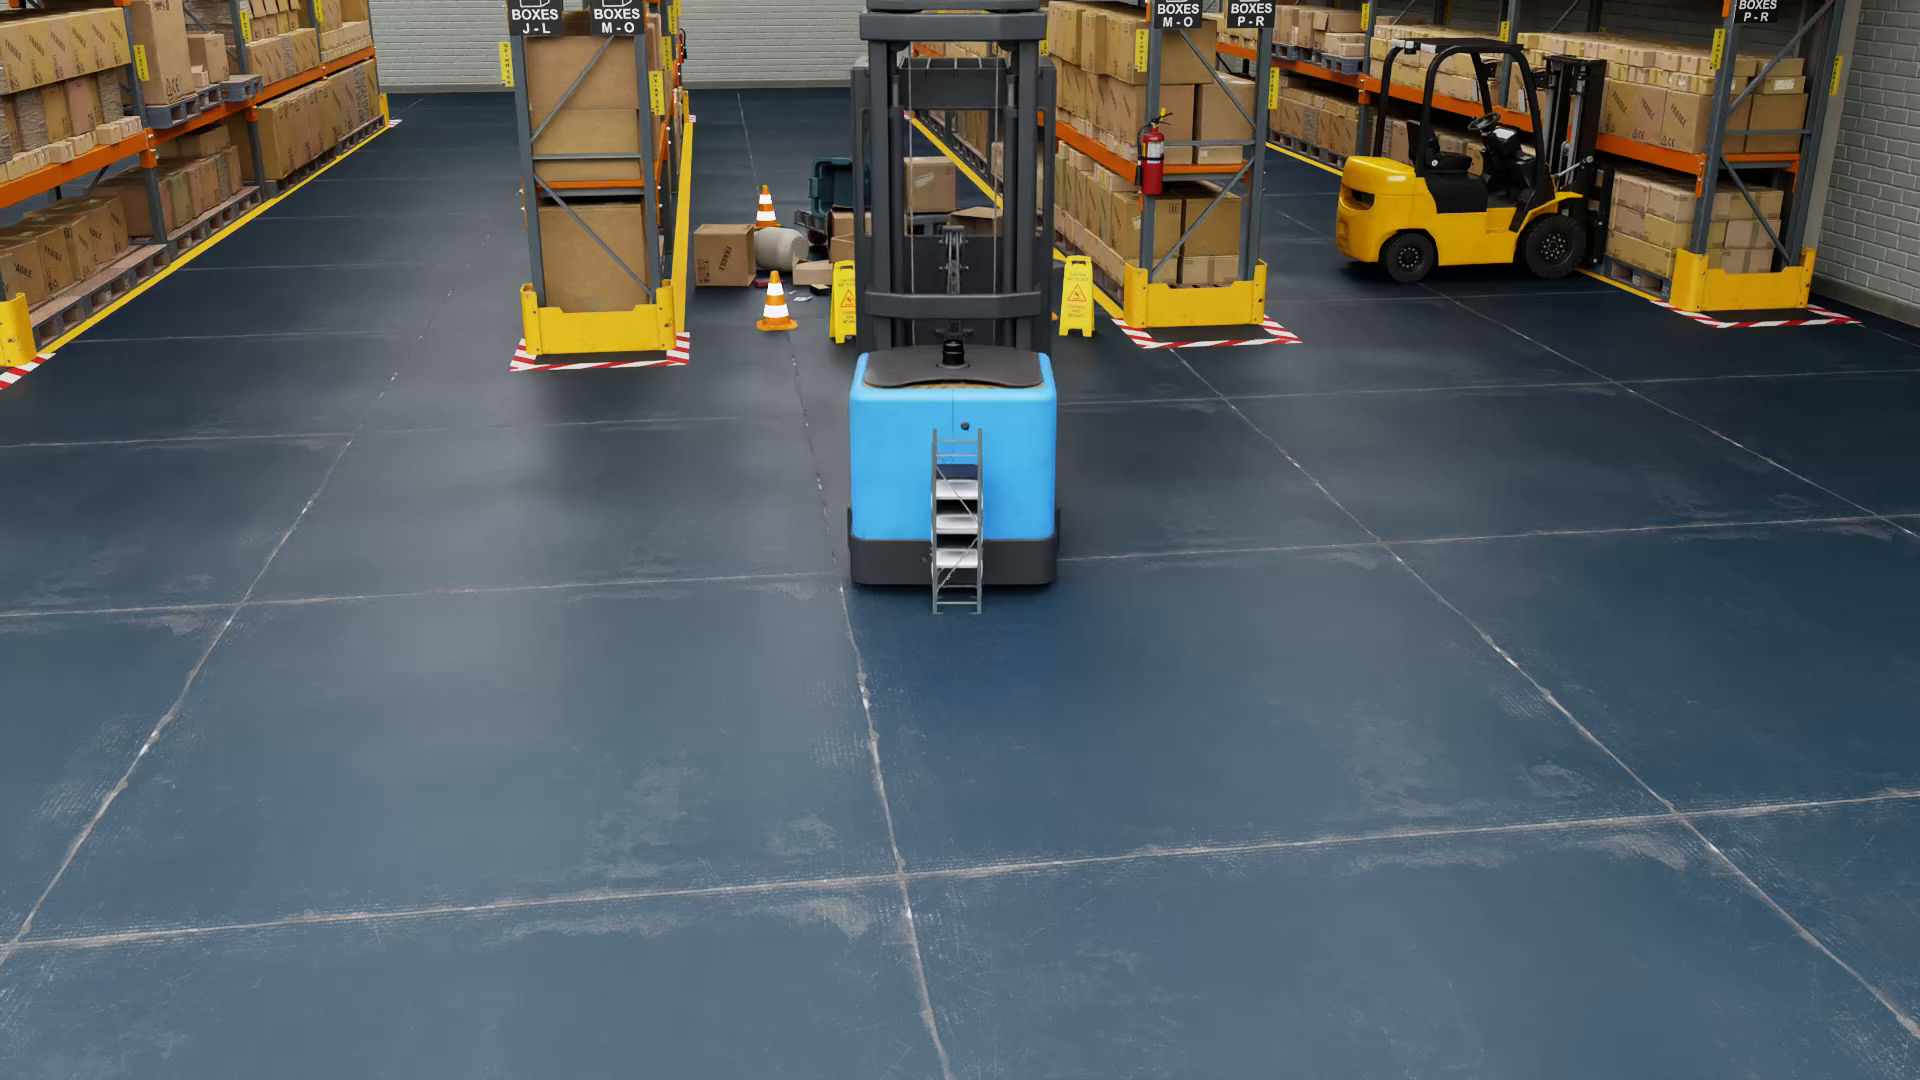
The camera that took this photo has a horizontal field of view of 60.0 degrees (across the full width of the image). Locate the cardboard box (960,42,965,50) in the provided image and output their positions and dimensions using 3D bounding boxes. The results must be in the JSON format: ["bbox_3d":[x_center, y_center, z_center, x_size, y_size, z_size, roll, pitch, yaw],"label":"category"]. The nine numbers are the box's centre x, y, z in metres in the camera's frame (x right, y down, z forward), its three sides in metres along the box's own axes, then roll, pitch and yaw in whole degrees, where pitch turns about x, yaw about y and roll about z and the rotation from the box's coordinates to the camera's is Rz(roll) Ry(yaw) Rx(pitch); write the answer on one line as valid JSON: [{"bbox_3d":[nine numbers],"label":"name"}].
[{"bbox_3d":[0.284,-6.869,22.821,0.500,0.250,0.500,-4,21,-9],"label":"cardboard box"}]

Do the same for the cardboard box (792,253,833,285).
[{"bbox_3d":[-1.385,-2.565,15.703,0.396,0.266,0.258,1,20,2],"label":"cardboard box"}]

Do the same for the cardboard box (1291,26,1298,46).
[{"bbox_3d":[5.007,-7.287,24.032,0.396,0.266,0.258,-2,21,-5],"label":"cardboard box"}]

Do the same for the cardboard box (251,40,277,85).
[{"bbox_3d":[-8.832,-5.925,20.649,0.500,0.500,0.500,-3,21,-9],"label":"cardboard box"}]

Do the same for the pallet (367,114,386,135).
[{"bbox_3d":[-9.915,-6.708,26.875,1.003,0.211,1.213,-3,21,-8],"label":"pallet"}]

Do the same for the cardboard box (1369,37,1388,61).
[{"bbox_3d":[5.561,-6.266,21.204,0.500,0.250,0.500,-3,21,-8],"label":"cardboard box"}]

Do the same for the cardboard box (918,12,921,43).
[{"bbox_3d":[-0.416,-8.479,27.489,0.500,0.500,0.500,-3,21,-9],"label":"cardboard box"}]

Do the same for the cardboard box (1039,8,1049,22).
[{"bbox_3d":[1.026,-5.705,18.110,0.380,0.149,0.250,-4,21,-9],"label":"cardboard box"}]

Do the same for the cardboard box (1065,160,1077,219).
[{"bbox_3d":[1.335,-3.490,16.530,0.500,0.500,0.500,-2,21,-6],"label":"cardboard box"}]

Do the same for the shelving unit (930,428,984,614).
[{"bbox_3d":[-0.014,-0.088,8.156,0.258,0.900,0.210,0,22,0],"label":"shelving unit"}]

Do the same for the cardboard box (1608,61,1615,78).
[{"bbox_3d":[6.433,-4.489,15.879,0.380,0.149,0.250,-3,21,-8],"label":"cardboard box"}]

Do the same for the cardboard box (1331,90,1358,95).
[{"bbox_3d":[5.661,-6.511,24.406,0.380,0.149,0.250,-2,21,-6],"label":"cardboard box"}]

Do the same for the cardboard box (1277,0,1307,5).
[{"bbox_3d":[5.235,-8.603,26.681,0.500,0.500,0.500,-3,21,-9],"label":"cardboard box"}]

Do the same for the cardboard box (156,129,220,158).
[{"bbox_3d":[-8.742,-4.490,18.823,0.500,0.250,0.500,-1,20,-2],"label":"cardboard box"}]

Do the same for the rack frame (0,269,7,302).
[{"bbox_3d":[-7.801,-2.748,12.285,1.000,3.000,0.127,-3,21,-8],"label":"rack frame"}]

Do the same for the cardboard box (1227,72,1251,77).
[{"bbox_3d":[4.604,-7.849,28.913,0.797,0.503,0.637,-4,21,-10],"label":"cardboard box"}]

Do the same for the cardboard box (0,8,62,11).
[{"bbox_3d":[-8.565,-4.618,15.297,0.500,0.500,0.500,-3,21,-8],"label":"cardboard box"}]

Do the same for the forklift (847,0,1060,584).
[{"bbox_3d":[-0.034,-1.610,9.339,1.130,2.935,3.031,0,20,0],"label":"forklift"}]

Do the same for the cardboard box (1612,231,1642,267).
[{"bbox_3d":[6.474,-2.727,15.560,0.500,0.250,0.500,-3,21,-8],"label":"cardboard box"}]

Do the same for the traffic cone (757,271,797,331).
[{"bbox_3d":[-1.550,-2.030,13.989,0.336,0.463,0.334,-3,21,-8],"label":"traffic cone"}]

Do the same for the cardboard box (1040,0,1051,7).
[{"bbox_3d":[1.023,-6.716,21.337,0.500,0.500,0.500,-4,21,-10],"label":"cardboard box"}]

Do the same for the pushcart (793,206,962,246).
[{"bbox_3d":[-0.820,-3.272,17.436,1.648,0.377,0.936,-11,23,-26],"label":"pushcart"}]

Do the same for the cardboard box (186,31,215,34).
[{"bbox_3d":[-8.837,-5.576,19.115,0.500,0.500,0.500,-6,21,-14],"label":"cardboard box"}]

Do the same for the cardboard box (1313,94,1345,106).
[{"bbox_3d":[5.293,-6.305,23.855,0.380,0.149,0.250,-3,21,-8],"label":"cardboard box"}]

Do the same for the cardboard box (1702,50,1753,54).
[{"bbox_3d":[7.002,-4.386,15.176,0.380,0.149,0.250,-3,21,-7],"label":"cardboard box"}]

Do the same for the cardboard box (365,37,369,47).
[{"bbox_3d":[-9.691,-7.973,26.635,0.380,0.149,0.250,-3,21,-7],"label":"cardboard box"}]

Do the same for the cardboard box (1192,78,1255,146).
[{"bbox_3d":[2.211,-3.612,14.031,0.500,0.500,0.500,-3,21,-9],"label":"cardboard box"}]

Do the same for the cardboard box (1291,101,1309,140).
[{"bbox_3d":[5.188,-6.144,24.351,0.500,0.500,0.500,-4,21,-9],"label":"cardboard box"}]

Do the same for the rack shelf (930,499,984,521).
[{"bbox_3d":[-0.014,-0.140,8.134,0.258,0.077,0.200,0,22,0],"label":"rack shelf"}]

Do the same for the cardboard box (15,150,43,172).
[{"bbox_3d":[-7.730,-3.088,13.555,0.380,0.149,0.250,-3,21,-8],"label":"cardboard box"}]

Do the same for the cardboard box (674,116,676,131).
[{"bbox_3d":[-3.892,-5.361,21.182,0.500,0.250,0.500,-4,21,-10],"label":"cardboard box"}]

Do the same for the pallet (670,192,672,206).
[{"bbox_3d":[-3.993,-4.149,20.024,1.003,0.211,1.213,-3,21,-8],"label":"pallet"}]

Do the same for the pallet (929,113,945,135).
[{"bbox_3d":[0.064,-6.786,27.084,1.003,0.211,1.213,-3,21,-8],"label":"pallet"}]

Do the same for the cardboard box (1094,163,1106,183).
[{"bbox_3d":[1.443,-3.378,15.303,0.380,0.149,0.250,-2,21,-5],"label":"cardboard box"}]

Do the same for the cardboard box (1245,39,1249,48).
[{"bbox_3d":[4.759,-7.904,26.450,0.380,0.149,0.250,-2,21,-6],"label":"cardboard box"}]

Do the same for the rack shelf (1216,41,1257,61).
[{"bbox_3d":[4.898,-8.009,27.401,1.077,0.370,4.000,-3,21,-8],"label":"rack shelf"}]

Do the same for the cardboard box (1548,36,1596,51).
[{"bbox_3d":[6.265,-5.075,17.021,0.380,0.149,0.250,-3,21,-9],"label":"cardboard box"}]

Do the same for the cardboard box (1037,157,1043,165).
[{"bbox_3d":[1.142,-4.269,19.514,0.950,0.372,0.625,-2,21,-6],"label":"cardboard box"}]

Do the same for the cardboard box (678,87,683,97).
[{"bbox_3d":[-4.715,-7.299,27.095,0.380,0.149,0.250,-3,21,-9],"label":"cardboard box"}]

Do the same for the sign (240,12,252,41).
[{"bbox_3d":[-8.419,-6.053,19.595,0.100,0.325,0.005,-3,21,-8],"label":"sign"}]

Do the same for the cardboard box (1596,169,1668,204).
[{"bbox_3d":[6.379,-3.370,15.854,0.500,0.250,0.500,-3,21,-7],"label":"cardboard box"}]

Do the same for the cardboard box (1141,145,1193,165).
[{"bbox_3d":[1.740,-3.248,13.985,0.380,0.149,0.250,-2,21,-6],"label":"cardboard box"}]

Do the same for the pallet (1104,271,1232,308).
[{"bbox_3d":[1.912,-2.250,14.940,1.003,0.211,1.213,-3,21,-8],"label":"pallet"}]

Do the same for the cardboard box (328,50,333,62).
[{"bbox_3d":[-9.283,-6.995,24.016,0.380,0.149,0.250,-4,21,-10],"label":"cardboard box"}]

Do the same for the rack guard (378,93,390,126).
[{"bbox_3d":[-10.111,-7.125,27.577,1.175,0.500,0.348,-3,21,-8],"label":"rack guard"}]

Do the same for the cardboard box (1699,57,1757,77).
[{"bbox_3d":[6.656,-4.102,14.418,0.380,0.149,0.250,-3,21,-8],"label":"cardboard box"}]

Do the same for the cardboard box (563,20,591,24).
[{"bbox_3d":[-3.216,-4.233,14.504,0.875,0.550,0.500,-3,21,-8],"label":"cardboard box"}]

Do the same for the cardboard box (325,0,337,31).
[{"bbox_3d":[-9.410,-7.672,24.188,0.500,0.500,0.500,-3,21,-8],"label":"cardboard box"}]

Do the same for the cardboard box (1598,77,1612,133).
[{"bbox_3d":[6.363,-4.234,16.122,0.500,0.500,0.500,-3,21,-7],"label":"cardboard box"}]

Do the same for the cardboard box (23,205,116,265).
[{"bbox_3d":[-8.270,-2.820,15.451,0.500,0.500,0.500,4,21,9],"label":"cardboard box"}]

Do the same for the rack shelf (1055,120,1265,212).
[{"bbox_3d":[1.717,-3.603,15.603,1.077,0.370,4.000,-3,21,-8],"label":"rack shelf"}]

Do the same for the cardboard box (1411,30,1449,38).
[{"bbox_3d":[5.736,-6.139,20.296,0.380,0.149,0.250,-3,21,-7],"label":"cardboard box"}]

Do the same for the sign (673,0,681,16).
[{"bbox_3d":[-4.060,-7.689,23.861,0.100,0.325,0.005,-3,21,-8],"label":"sign"}]

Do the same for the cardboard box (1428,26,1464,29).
[{"bbox_3d":[6.159,-6.432,21.081,0.380,0.149,0.250,-2,21,-6],"label":"cardboard box"}]
